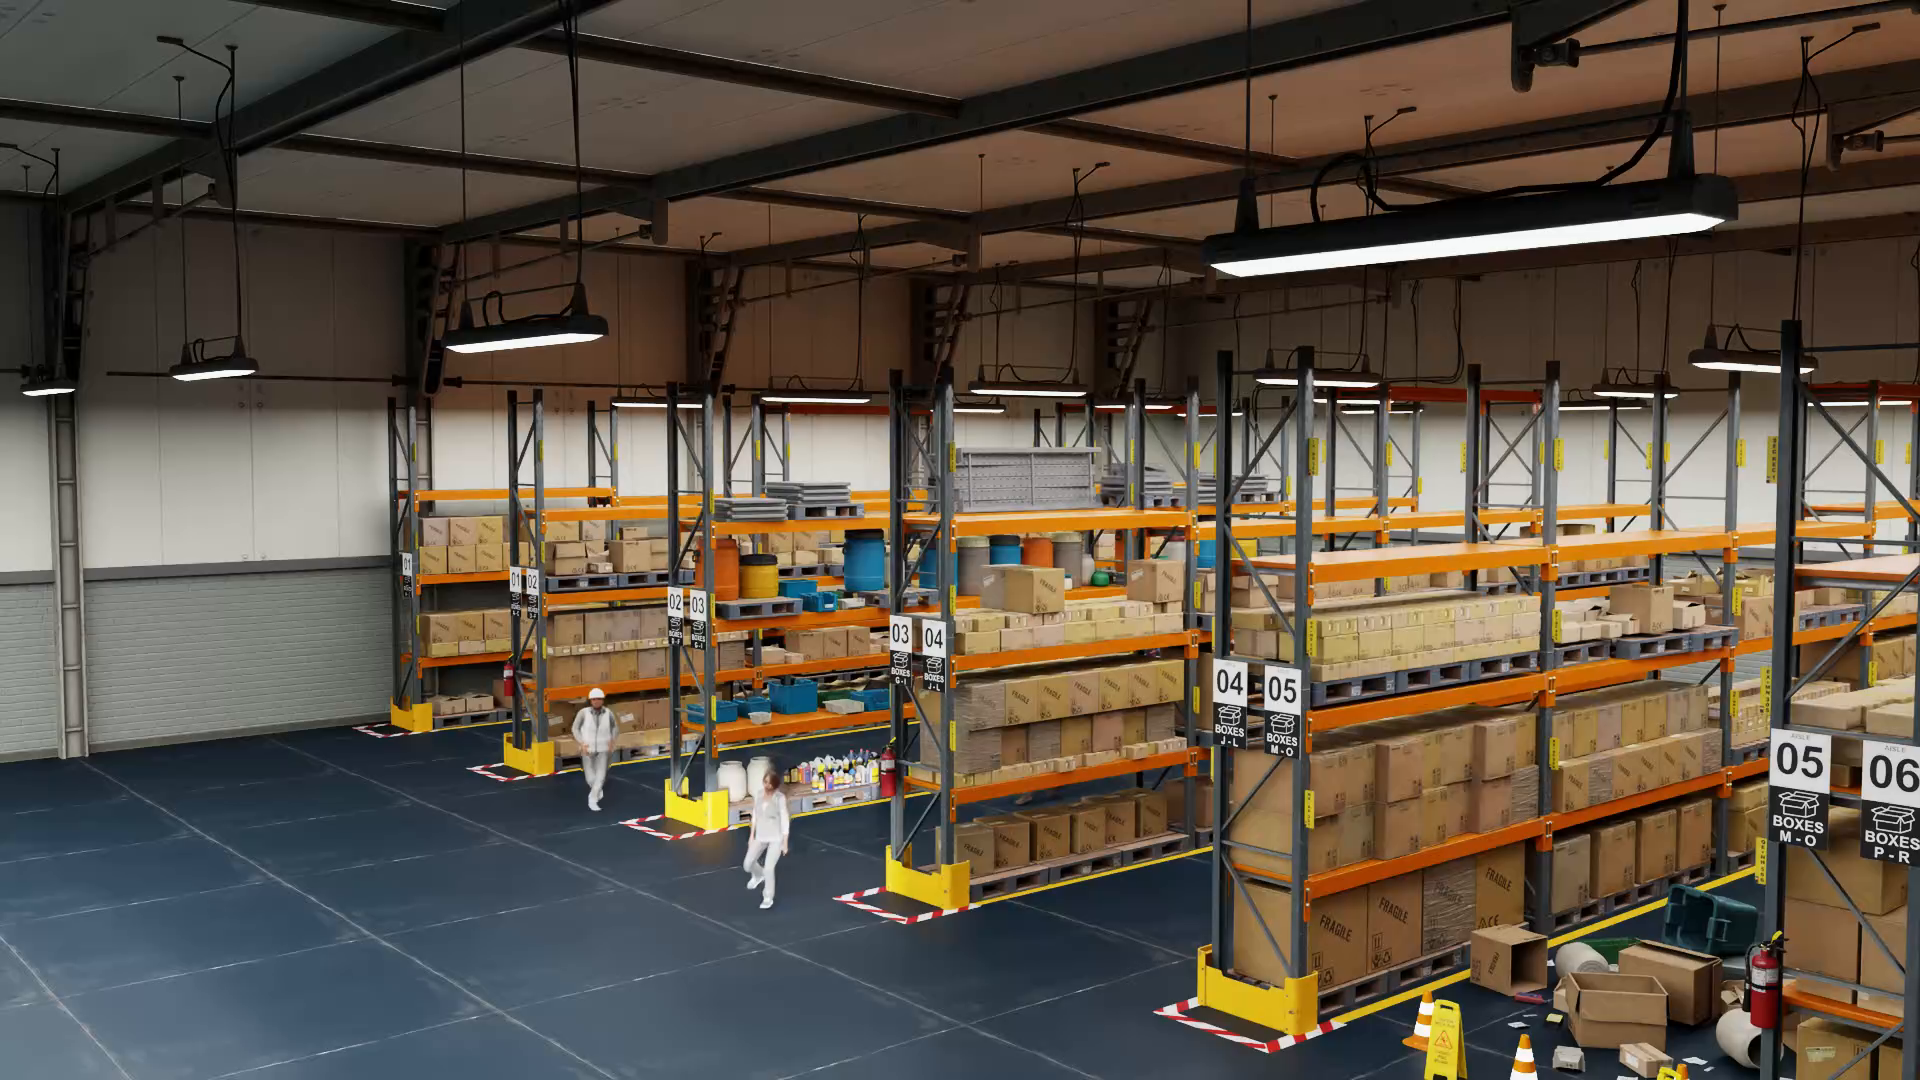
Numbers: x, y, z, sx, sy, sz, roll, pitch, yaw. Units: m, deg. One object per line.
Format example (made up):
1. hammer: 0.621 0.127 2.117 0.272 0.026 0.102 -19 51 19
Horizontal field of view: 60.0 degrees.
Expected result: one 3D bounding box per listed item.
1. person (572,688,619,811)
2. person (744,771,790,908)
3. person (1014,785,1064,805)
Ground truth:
1. person: -5.160 2.941 23.556 0.652 1.729 0.610 -1 3 -14
2. person: -2.161 3.300 18.542 0.671 1.536 0.502 1 4 22
3. person: 1.141 3.016 23.889 0.980 1.495 0.590 -3 4 -39
